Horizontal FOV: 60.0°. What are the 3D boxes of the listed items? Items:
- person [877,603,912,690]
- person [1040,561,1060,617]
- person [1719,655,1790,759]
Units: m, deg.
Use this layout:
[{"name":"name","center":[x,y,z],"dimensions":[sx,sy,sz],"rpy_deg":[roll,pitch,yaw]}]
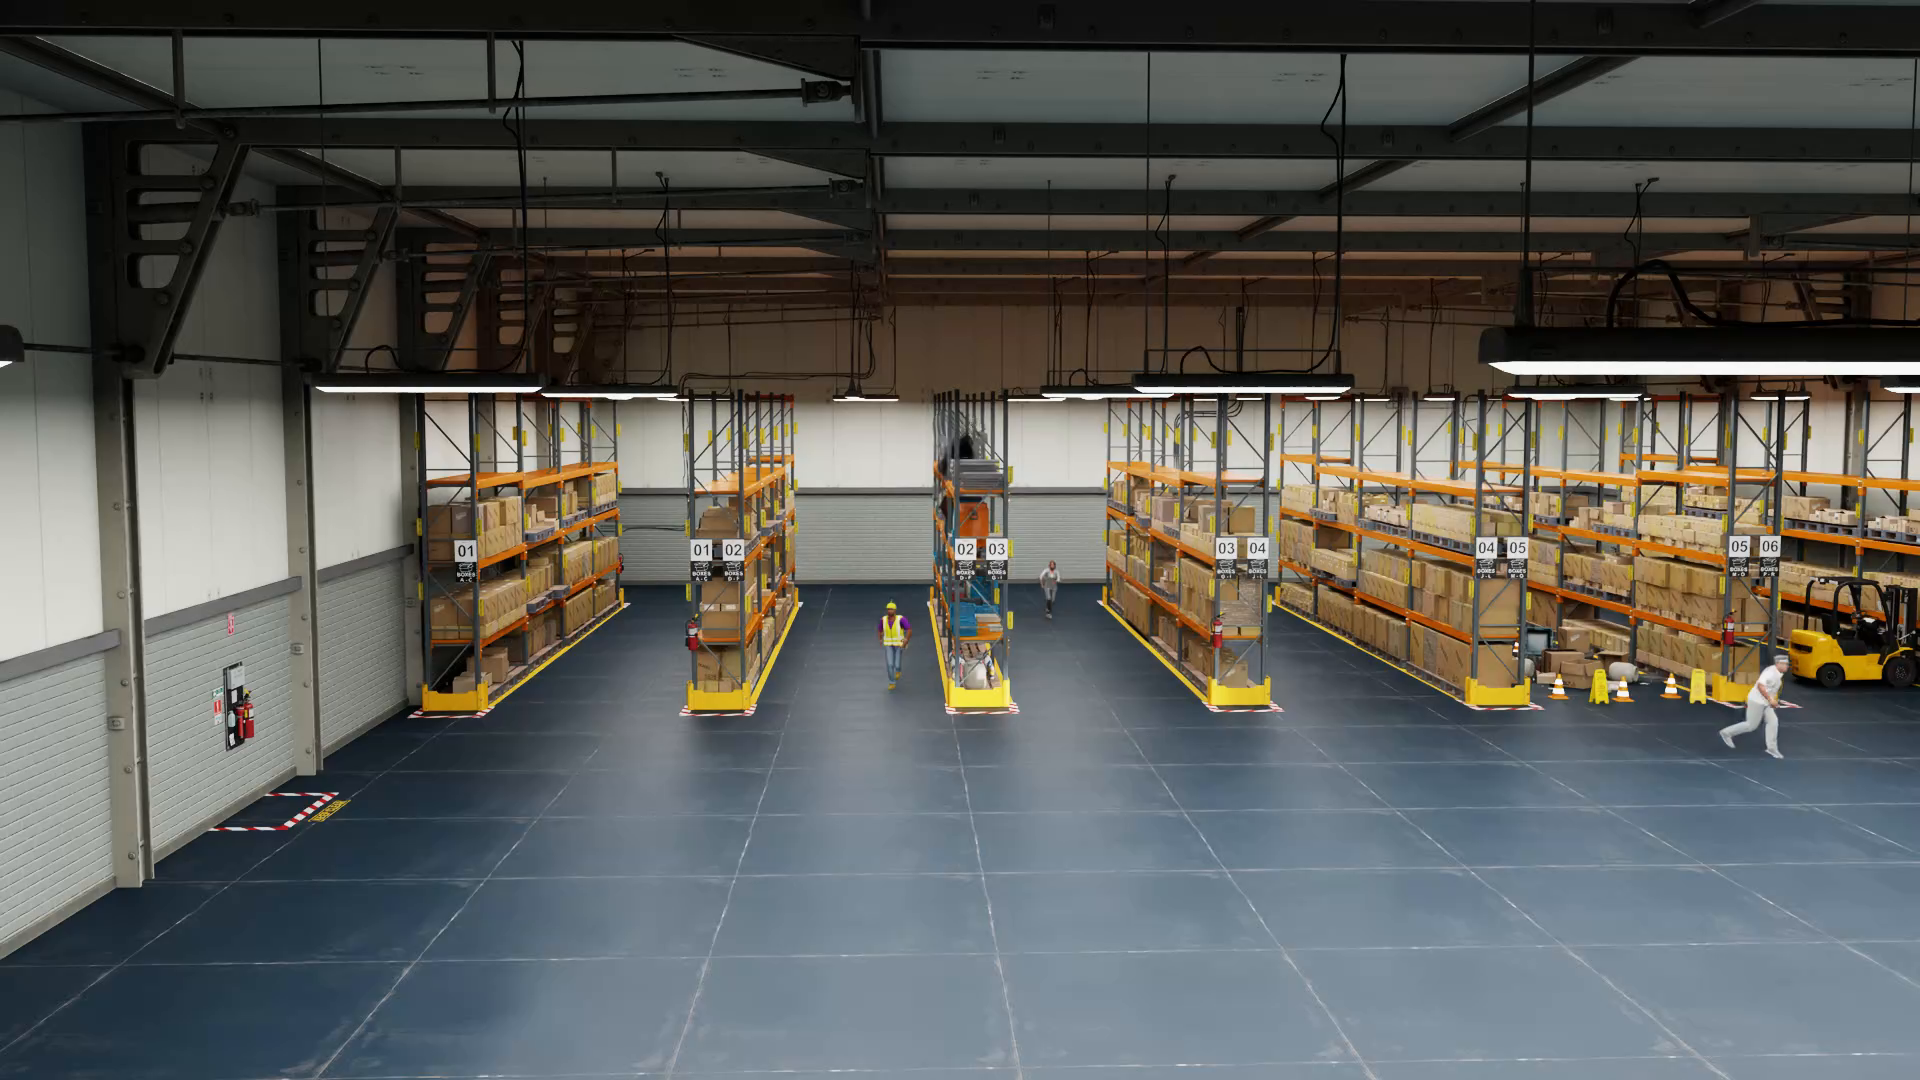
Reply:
[{"name":"person","center":[-1.322,2.125,33.625],"dimensions":[0.708,1.755,0.657],"rpy_deg":[1,5,9]},{"name":"person","center":[2.416,1.317,44.414],"dimensions":[0.524,1.536,0.633],"rpy_deg":[-1,5,-7]},{"name":"person","center":[12.988,2.695,27.191],"dimensions":[1.008,1.717,0.693],"rpy_deg":[3,5,31]}]
